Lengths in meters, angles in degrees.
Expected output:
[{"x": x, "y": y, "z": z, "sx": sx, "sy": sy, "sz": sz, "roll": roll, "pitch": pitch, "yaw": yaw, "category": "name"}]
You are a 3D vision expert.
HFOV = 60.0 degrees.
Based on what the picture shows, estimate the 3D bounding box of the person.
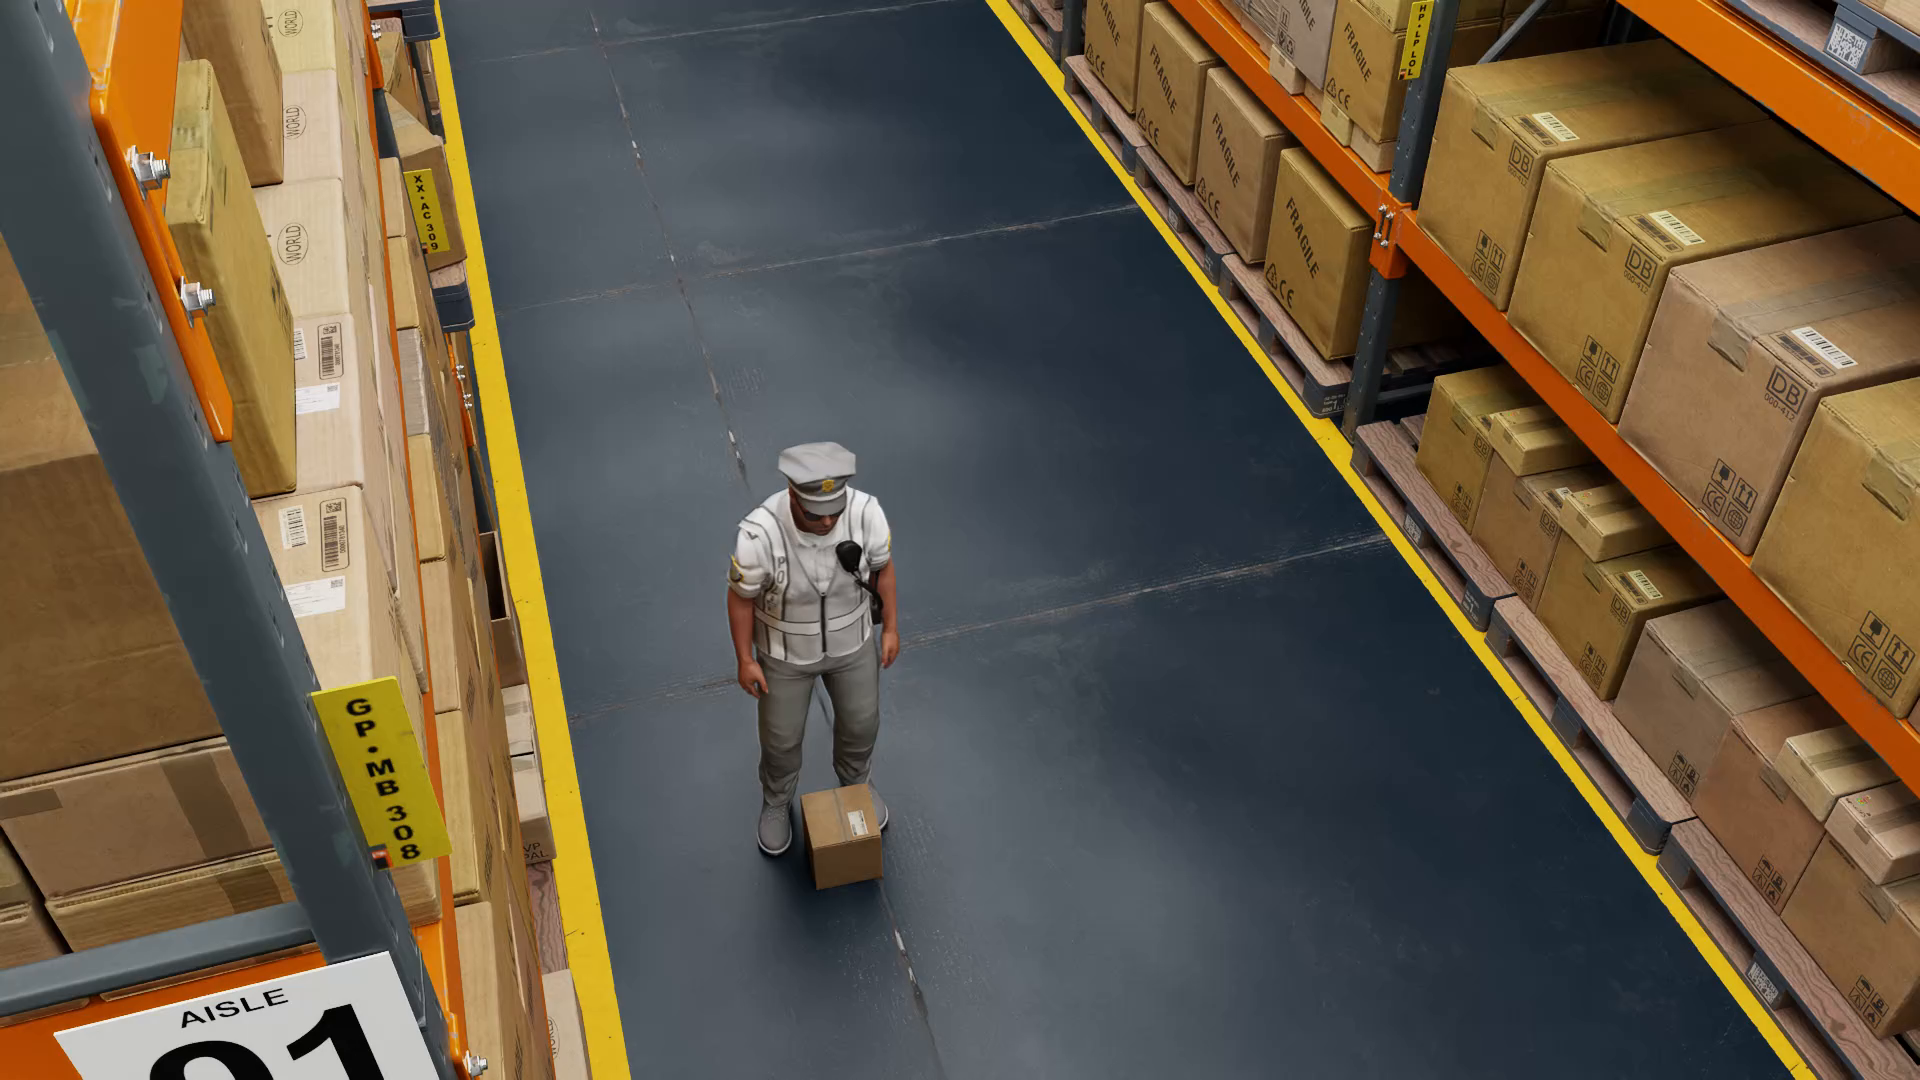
[{"x": -0.503, "y": 0.345, "z": 5.772, "sx": 0.604, "sy": 1.747, "sz": 0.437, "roll": -12, "pitch": 43, "yaw": -13, "category": "person"}]
